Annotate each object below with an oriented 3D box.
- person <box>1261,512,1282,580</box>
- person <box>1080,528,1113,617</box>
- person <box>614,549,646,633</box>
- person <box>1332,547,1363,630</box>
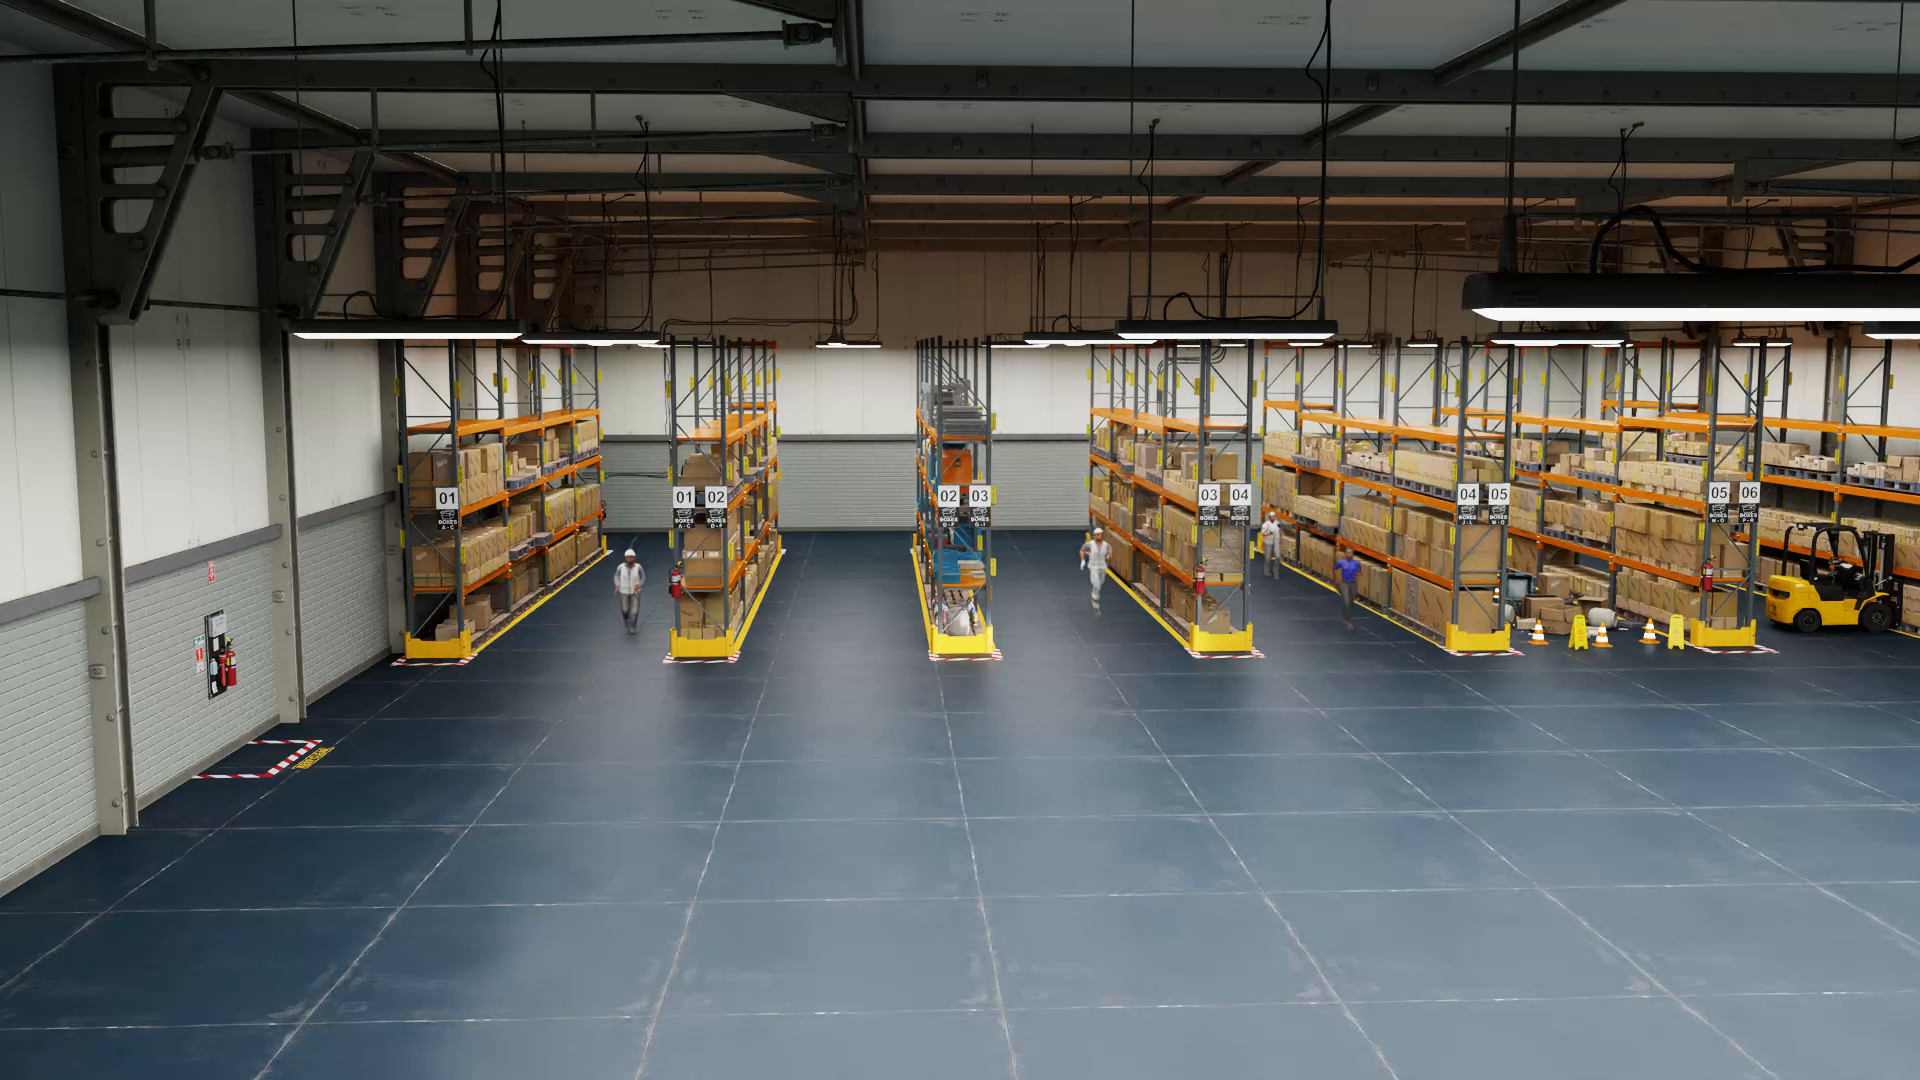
[{"bbox_3d":[7.877,0.142,41.966,0.584,1.725,0.701,0,7,-3],"label":"person"},{"bbox_3d":[2.894,0.661,35.050,0.643,1.843,0.868,-2,7,-16],"label":"person"},{"bbox_3d":[-6.681,1.049,33.653,0.646,1.723,0.609,-1,7,-7],"label":"person"},{"bbox_3d":[8.033,0.982,34.426,0.572,1.638,0.935,-1,7,-9],"label":"person"}]
